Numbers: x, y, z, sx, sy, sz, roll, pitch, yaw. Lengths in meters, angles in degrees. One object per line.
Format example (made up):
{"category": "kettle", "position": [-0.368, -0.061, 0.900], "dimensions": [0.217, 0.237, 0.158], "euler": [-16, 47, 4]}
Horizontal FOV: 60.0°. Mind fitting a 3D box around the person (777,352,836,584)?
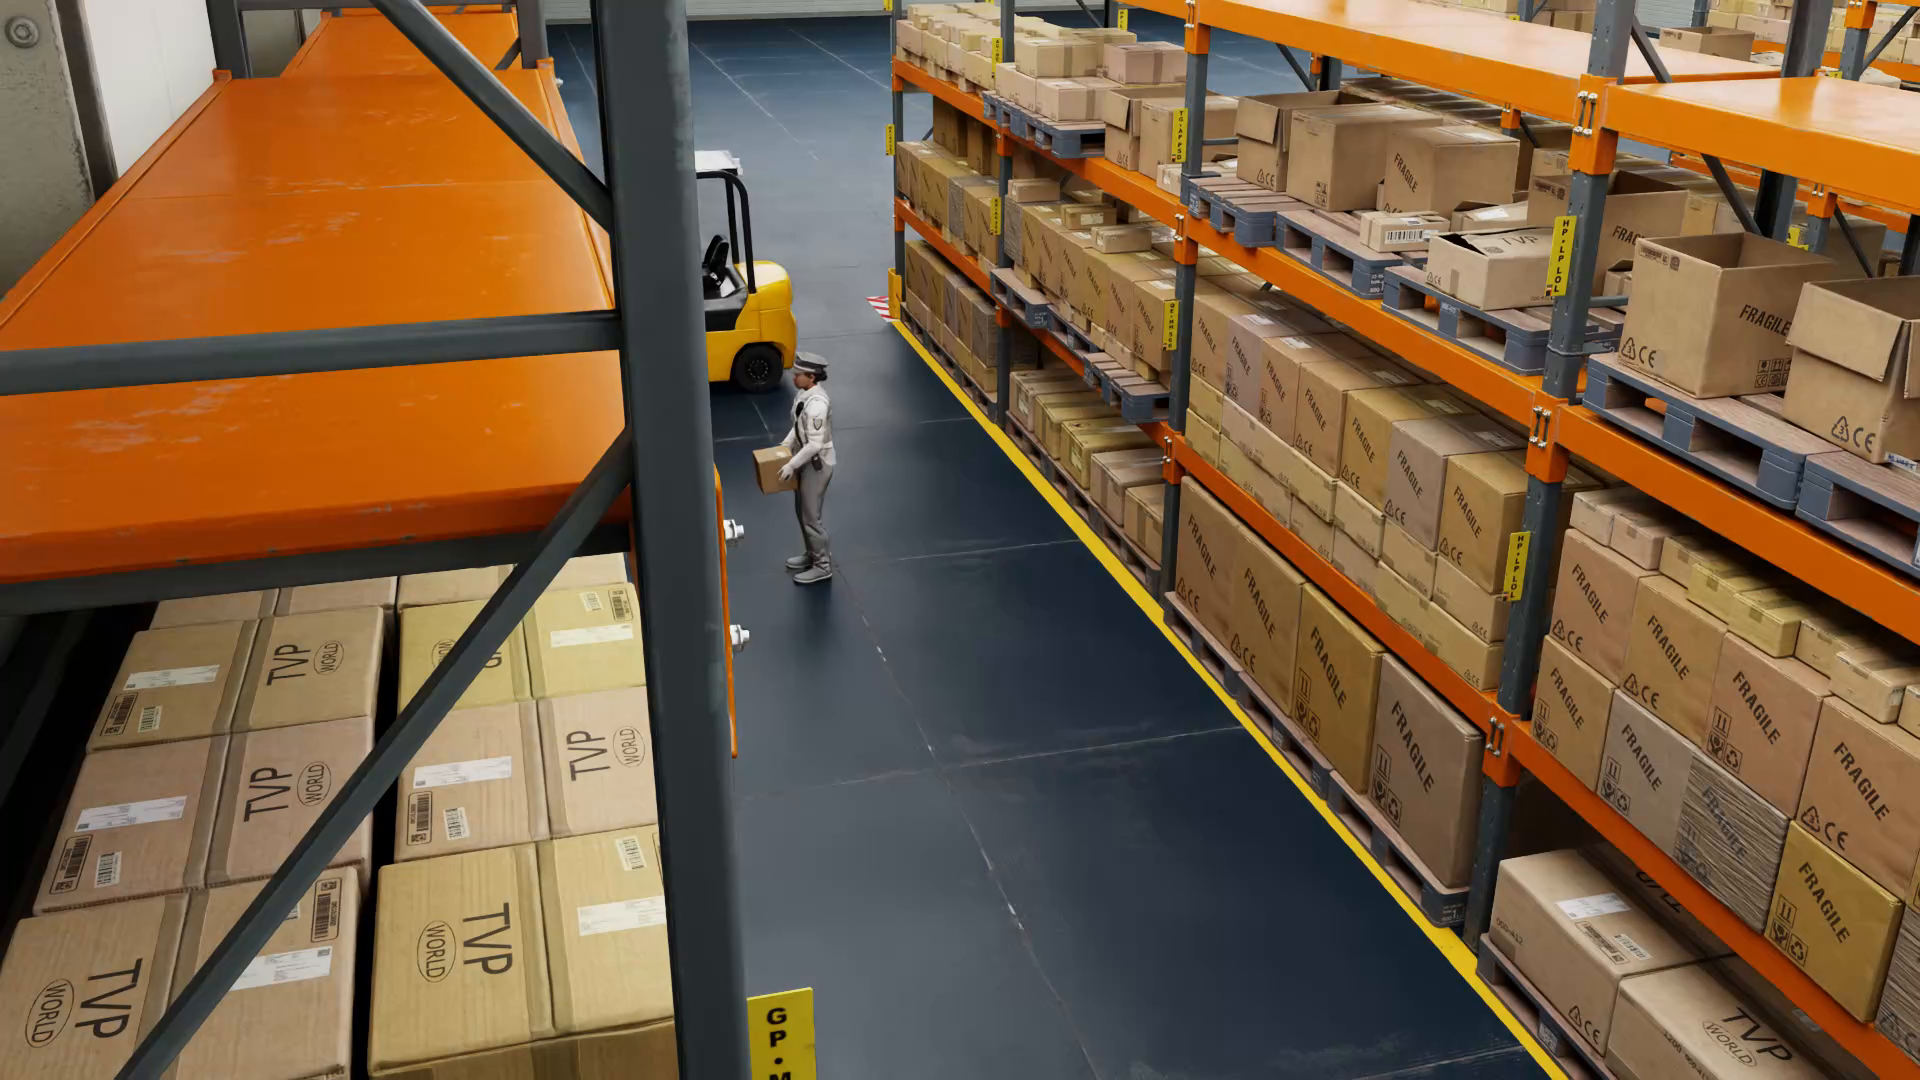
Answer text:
{"category": "person", "position": [-1.107, -0.527, 11.843], "dimensions": [0.439, 1.687, 0.497], "euler": [-7, 24, -15]}
